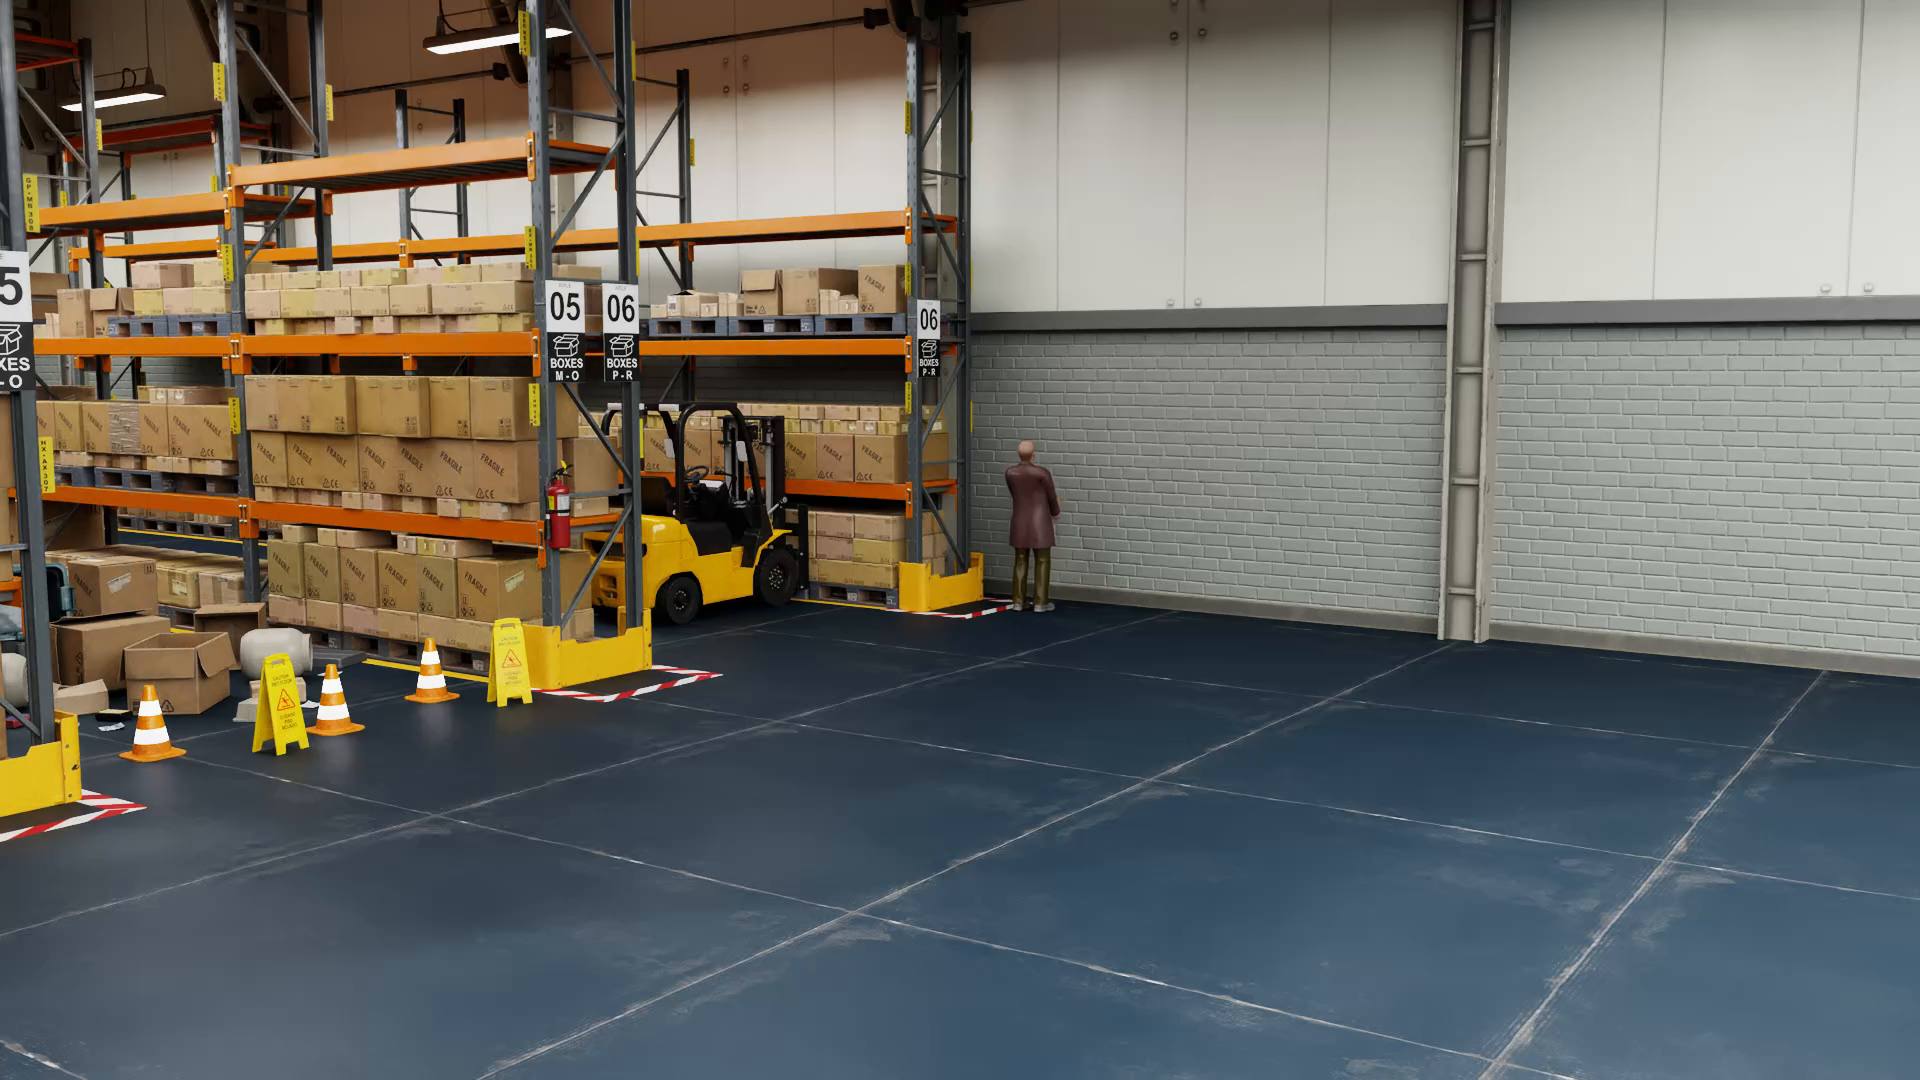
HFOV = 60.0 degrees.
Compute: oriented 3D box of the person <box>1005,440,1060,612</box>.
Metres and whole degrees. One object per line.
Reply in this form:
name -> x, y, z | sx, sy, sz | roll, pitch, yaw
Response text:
person -> 0.781, -0.157, 17.241 | 0.534, 1.770, 0.562 | 3, 7, 27
